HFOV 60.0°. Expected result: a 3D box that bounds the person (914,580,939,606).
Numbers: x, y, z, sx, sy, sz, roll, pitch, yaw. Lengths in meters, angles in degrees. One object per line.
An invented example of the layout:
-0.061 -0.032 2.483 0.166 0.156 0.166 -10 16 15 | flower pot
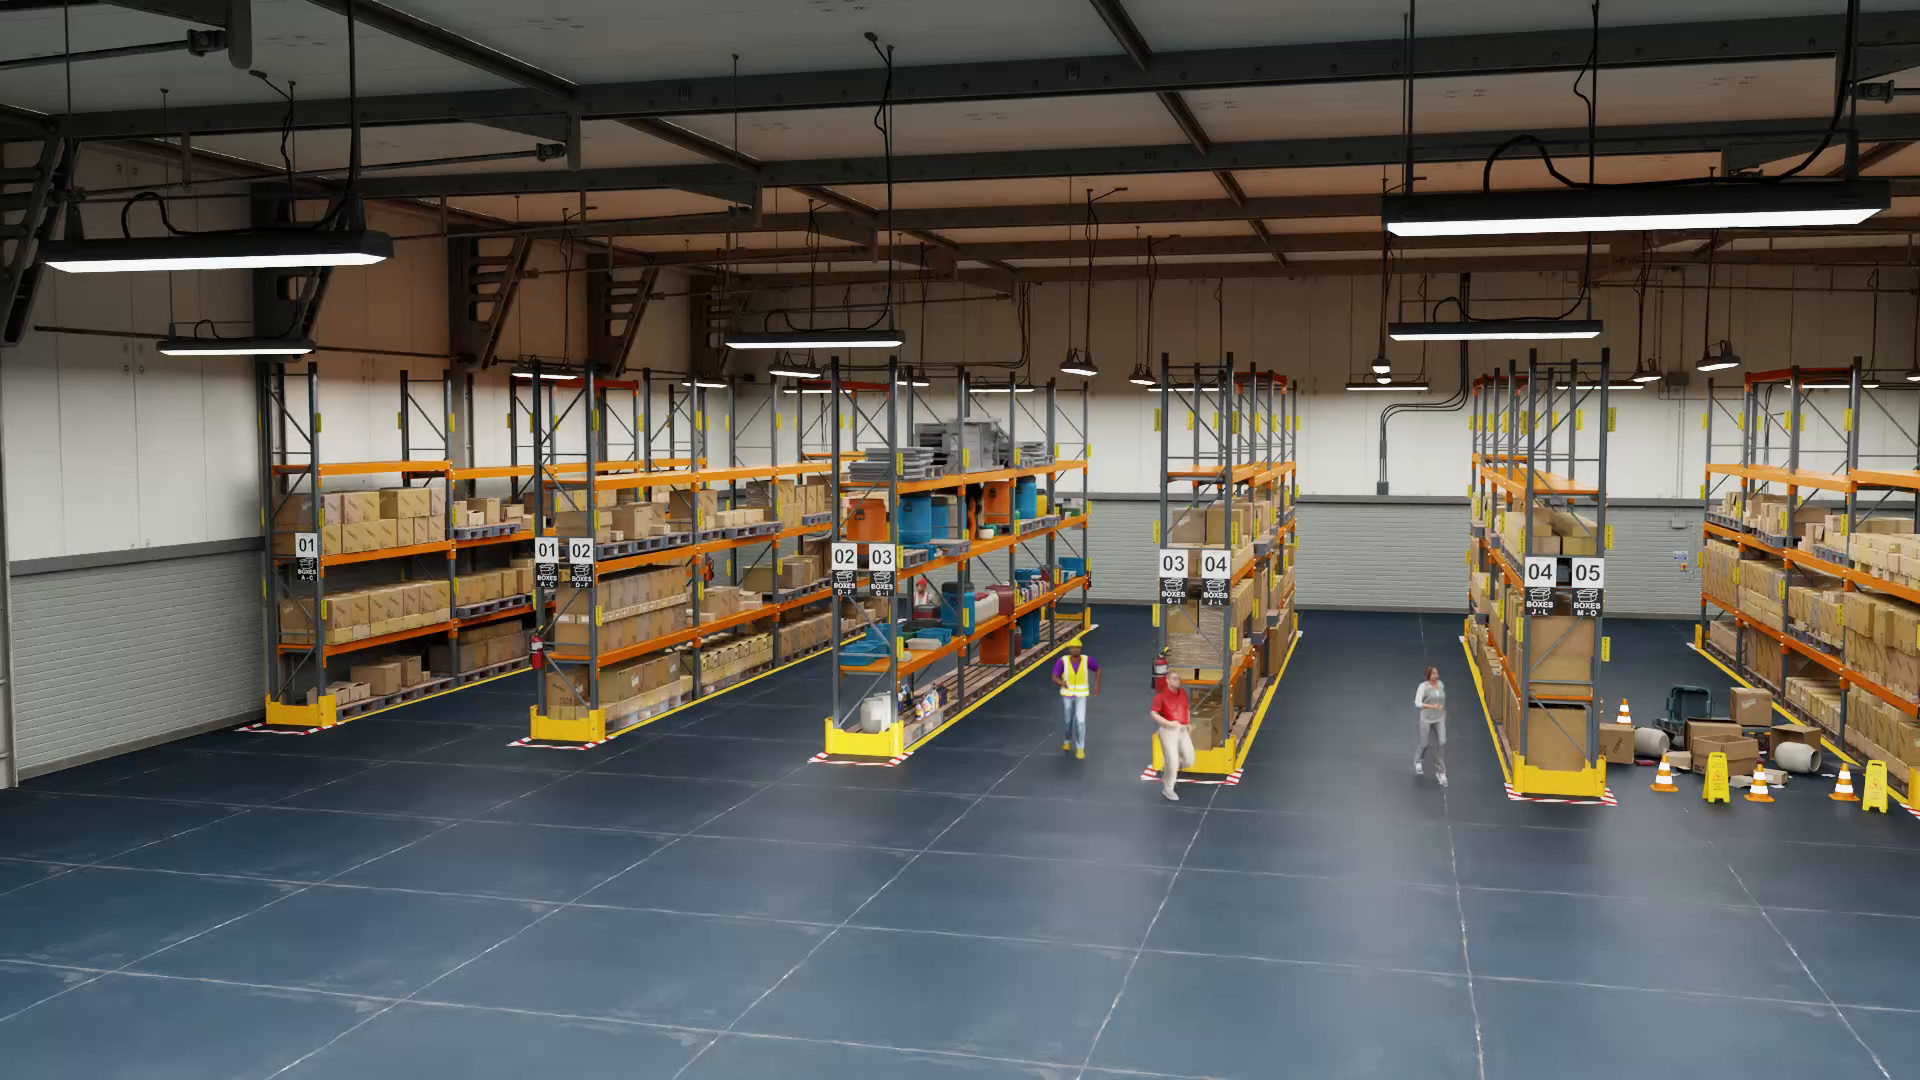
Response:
-0.760 1.708 34.489 0.661 1.771 0.783 1 4 14 | person

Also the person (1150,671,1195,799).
2.870 2.602 22.218 0.705 1.695 0.586 -3 5 -33 | person

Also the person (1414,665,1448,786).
6.580 2.557 23.261 0.541 1.640 0.788 -1 4 -9 | person

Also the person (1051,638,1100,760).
1.736 2.381 24.951 0.735 1.837 0.739 0 4 4 | person
